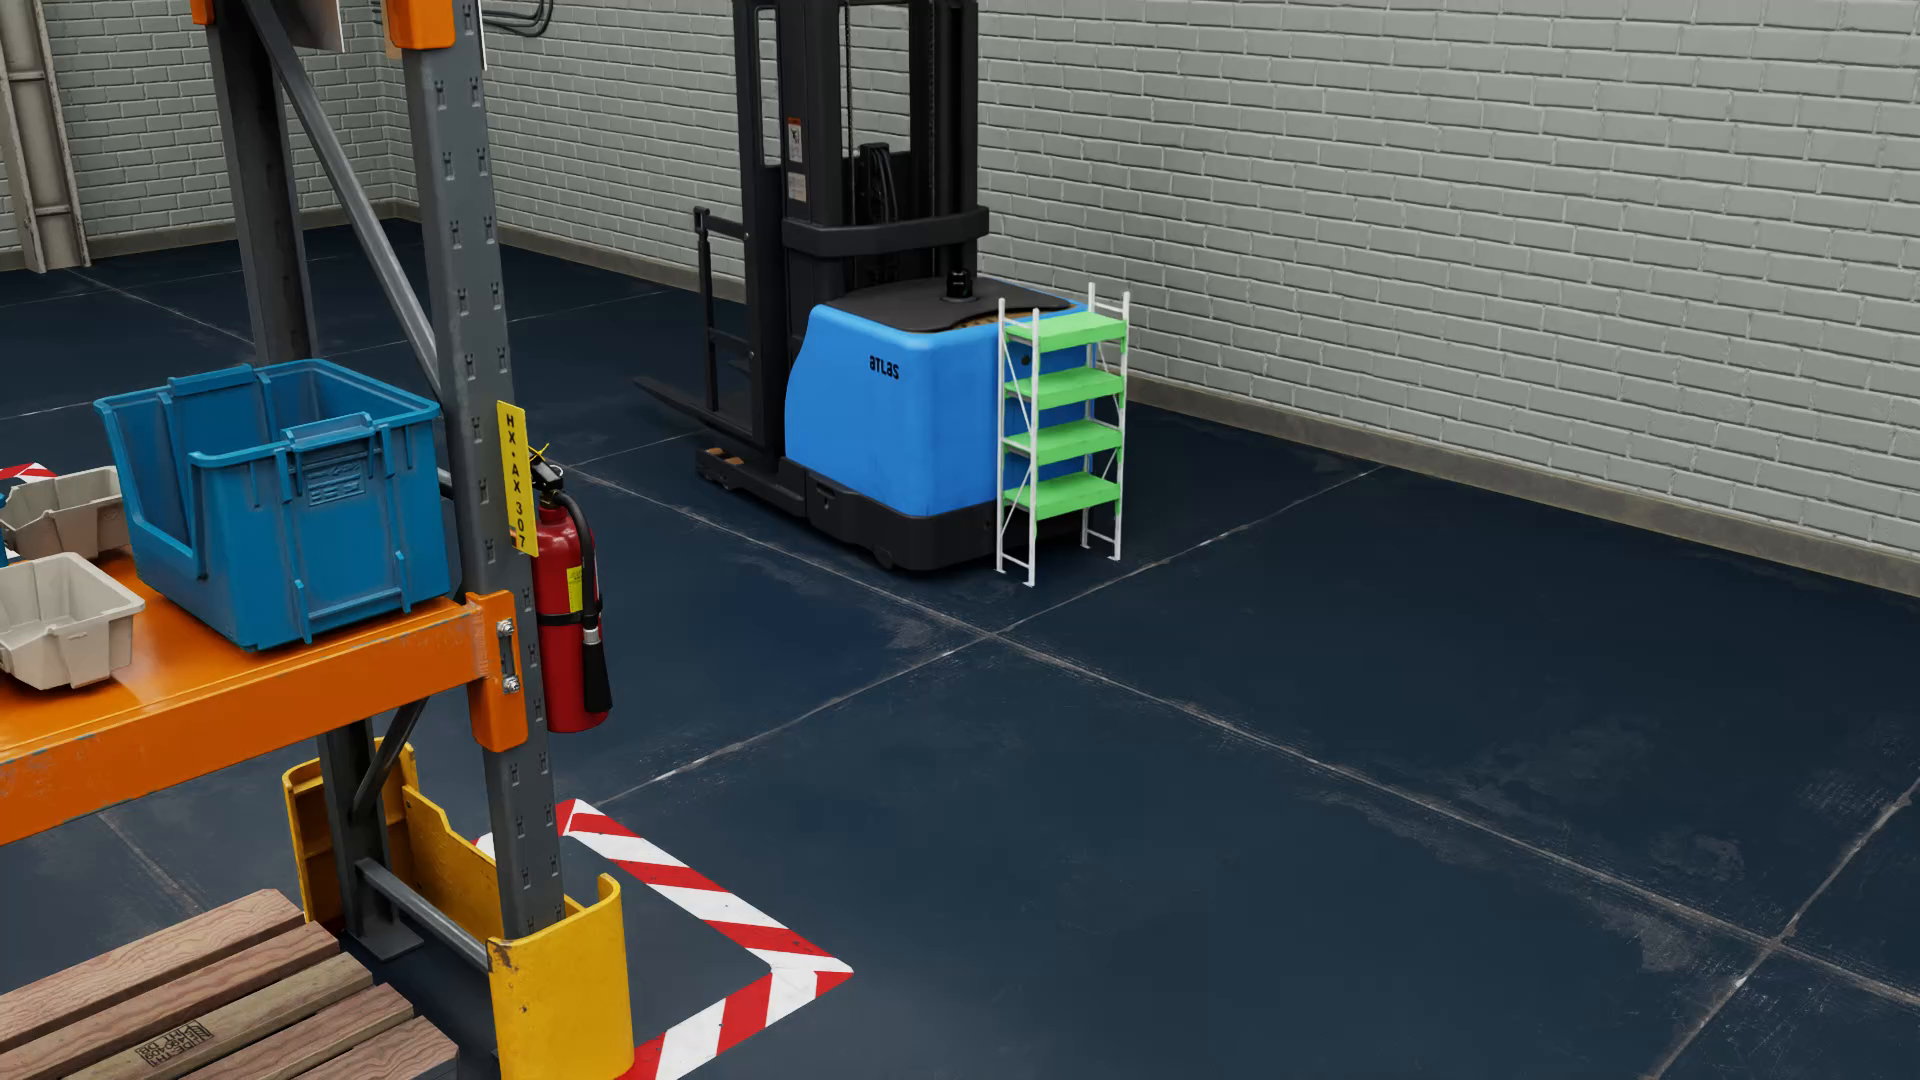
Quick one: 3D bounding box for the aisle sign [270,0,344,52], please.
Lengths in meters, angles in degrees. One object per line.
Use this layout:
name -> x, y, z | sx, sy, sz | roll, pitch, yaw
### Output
aisle sign -> -1.498, -1.491, 3.649 | 0.394, 0.787, 0.004 | 19, 28, 41

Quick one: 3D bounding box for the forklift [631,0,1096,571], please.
forklift -> -0.669, -1.702, 7.919 | 1.130, 2.935, 3.031 | -15, 26, -34

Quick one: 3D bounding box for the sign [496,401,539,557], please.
sign -> -0.930, -0.127, 3.497 | 0.100, 0.325, 0.005 | 19, 28, 41

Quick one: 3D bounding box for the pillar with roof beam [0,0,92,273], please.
pillar with roof beam -> -4.086, -5.297, 8.814 | 9.100, 9.000, 0.400 | 19, 28, 41

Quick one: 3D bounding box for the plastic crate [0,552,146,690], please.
plastic crate -> -1.775, 0.166, 3.247 | 0.396, 0.136, 0.243 | 19, 28, 41

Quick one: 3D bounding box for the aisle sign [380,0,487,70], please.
aisle sign -> -1.075, -1.343, 3.265 | 0.394, 0.787, 0.004 | 19, 28, 41

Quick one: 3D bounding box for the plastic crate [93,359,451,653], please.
plastic crate -> -1.435, -0.096, 3.511 | 0.616, 0.435, 0.499 | 19, 28, 41

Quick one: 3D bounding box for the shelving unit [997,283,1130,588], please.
shelving unit -> 0.432, -0.447, 7.064 | 0.503, 1.200, 0.258 | -15, 26, -34

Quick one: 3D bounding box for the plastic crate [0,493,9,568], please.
plastic crate -> -2.203, 0.016, 3.502 | 0.416, 0.233, 0.300 | 19, 28, 41

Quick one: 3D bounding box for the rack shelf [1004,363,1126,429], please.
rack shelf -> 0.432, -0.611, 7.001 | 0.480, 0.148, 0.258 | -15, 26, -34

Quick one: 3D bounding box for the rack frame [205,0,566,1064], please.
rack frame -> -1.336, -0.184, 3.874 | 1.000, 3.000, 0.127 | 19, 28, 41

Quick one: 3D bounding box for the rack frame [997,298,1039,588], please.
rack frame -> 0.238, -0.394, 6.927 | 0.015, 1.200, 0.240 | -15, 26, -34

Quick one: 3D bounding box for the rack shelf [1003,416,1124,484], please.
rack shelf -> 0.432, -0.387, 7.087 | 0.480, 0.148, 0.258 | -15, 26, -34

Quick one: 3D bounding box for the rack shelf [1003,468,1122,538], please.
rack shelf -> 0.432, -0.163, 7.173 | 0.480, 0.148, 0.258 | -15, 26, -34

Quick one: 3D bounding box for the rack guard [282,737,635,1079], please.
rack guard -> -1.328, 0.973, 4.347 | 1.175, 0.500, 0.348 | 19, 28, 41

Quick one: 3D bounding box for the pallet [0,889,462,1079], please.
pallet -> -1.939, 1.319, 3.848 | 1.003, 0.211, 1.213 | 19, 28, 41

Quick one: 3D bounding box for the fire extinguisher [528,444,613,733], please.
fire extinguisher -> -0.905, 0.101, 3.759 | 0.296, 0.674, 0.183 | 19, 28, 41

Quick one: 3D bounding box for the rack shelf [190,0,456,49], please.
rack shelf -> -2.731, -0.735, 2.127 | 1.077, 0.370, 4.000 | 19, 28, 41

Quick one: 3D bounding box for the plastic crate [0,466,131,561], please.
plastic crate -> -2.027, -0.047, 3.799 | 0.250, 0.136, 0.298 | 19, 28, 41

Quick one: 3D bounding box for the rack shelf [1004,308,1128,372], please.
rack shelf -> 0.432, -0.835, 6.915 | 0.480, 0.148, 0.258 | -15, 26, -34

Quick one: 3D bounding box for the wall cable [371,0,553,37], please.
wall cable -> -4.232, -5.379, 13.355 | 3.097, 2.526, 0.112 | 19, 28, 41

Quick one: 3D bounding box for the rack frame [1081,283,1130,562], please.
rack frame -> 0.627, -0.500, 7.202 | 0.015, 1.200, 0.240 | -15, 26, -34

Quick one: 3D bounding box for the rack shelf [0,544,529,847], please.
rack shelf -> -2.731, 0.665, 2.665 | 1.077, 0.370, 4.000 | 19, 28, 41
